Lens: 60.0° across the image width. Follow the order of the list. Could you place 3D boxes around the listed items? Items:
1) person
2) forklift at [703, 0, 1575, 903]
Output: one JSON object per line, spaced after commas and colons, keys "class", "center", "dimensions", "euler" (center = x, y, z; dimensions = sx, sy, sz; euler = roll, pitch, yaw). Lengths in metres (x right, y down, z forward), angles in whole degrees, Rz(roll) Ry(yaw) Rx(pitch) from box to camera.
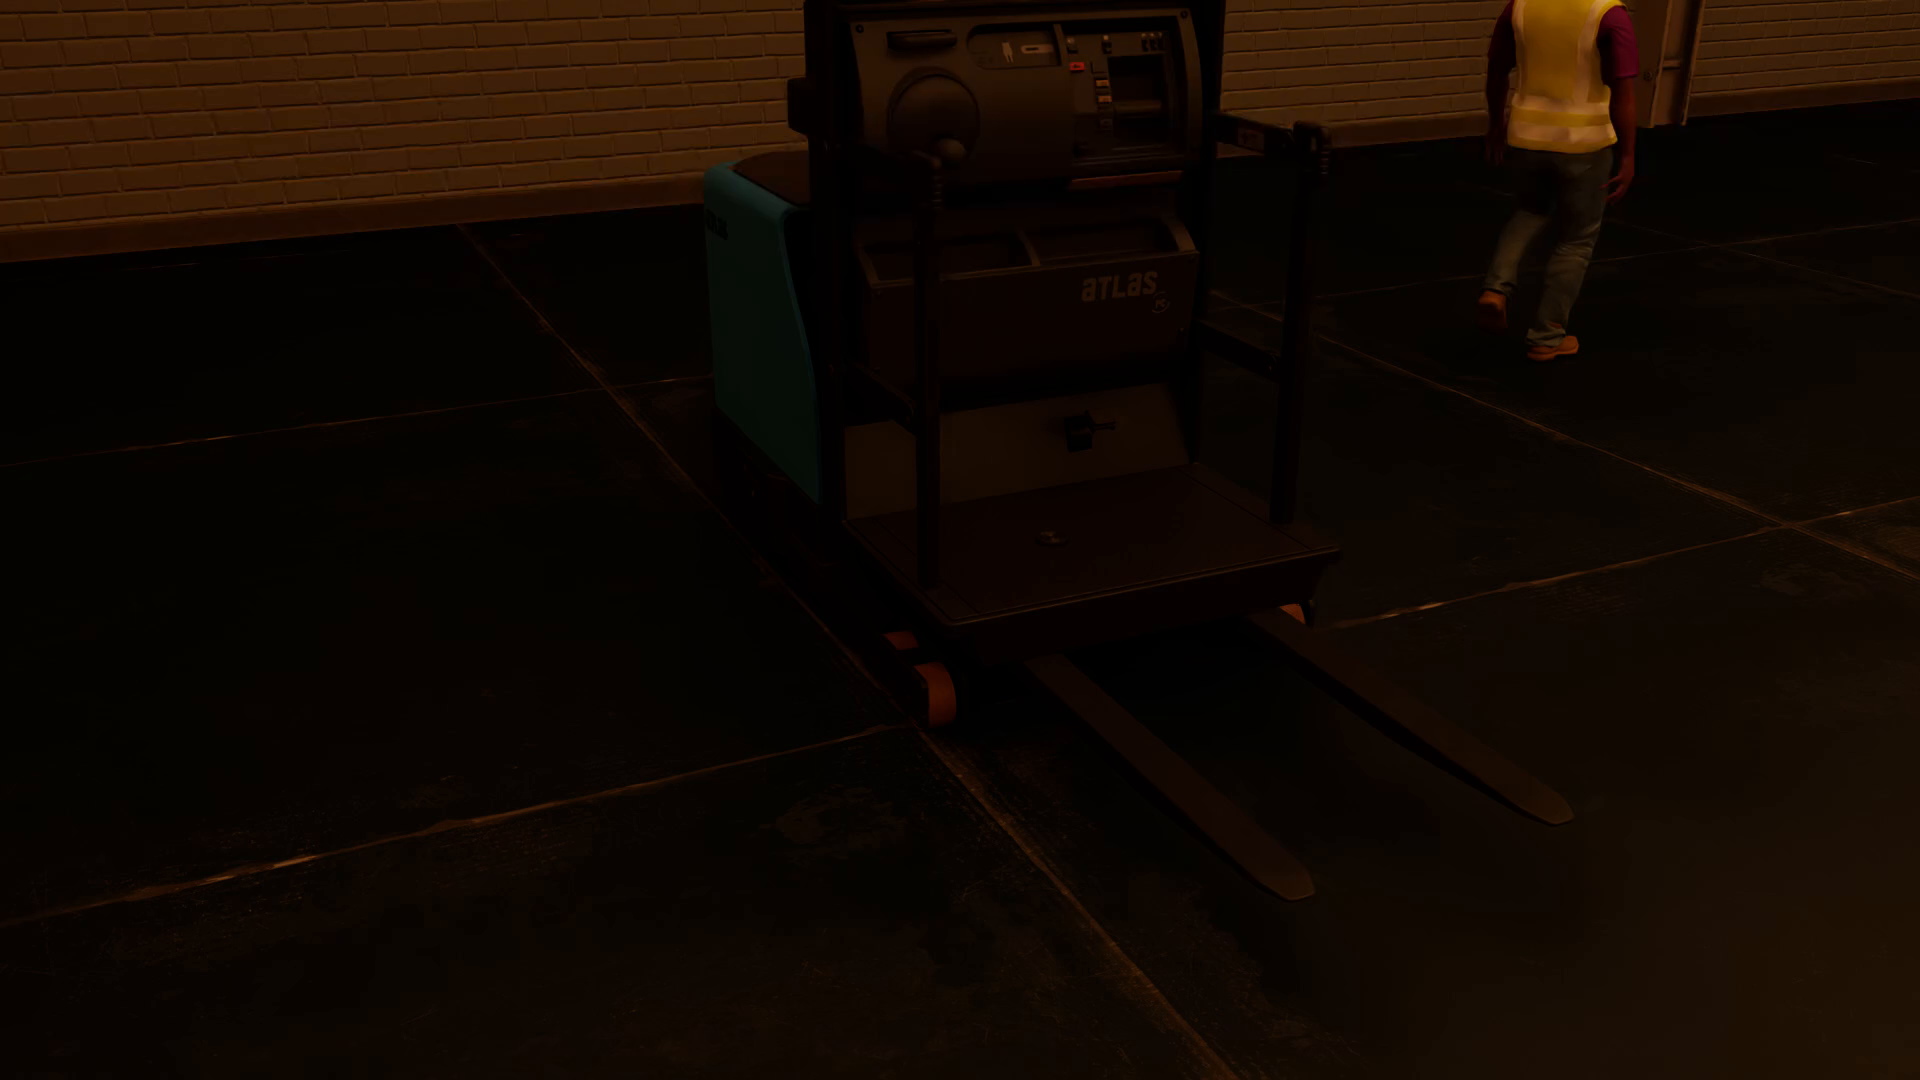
{"class": "person", "center": [2.431, -1.606, 6.700], "dimensions": [0.462, 1.746, 0.736], "euler": [-19, 29, -38]}
{"class": "forklift", "center": [0.267, -1.084, 3.895], "dimensions": [1.130, 2.935, 3.031], "euler": [-10, 25, -22]}
